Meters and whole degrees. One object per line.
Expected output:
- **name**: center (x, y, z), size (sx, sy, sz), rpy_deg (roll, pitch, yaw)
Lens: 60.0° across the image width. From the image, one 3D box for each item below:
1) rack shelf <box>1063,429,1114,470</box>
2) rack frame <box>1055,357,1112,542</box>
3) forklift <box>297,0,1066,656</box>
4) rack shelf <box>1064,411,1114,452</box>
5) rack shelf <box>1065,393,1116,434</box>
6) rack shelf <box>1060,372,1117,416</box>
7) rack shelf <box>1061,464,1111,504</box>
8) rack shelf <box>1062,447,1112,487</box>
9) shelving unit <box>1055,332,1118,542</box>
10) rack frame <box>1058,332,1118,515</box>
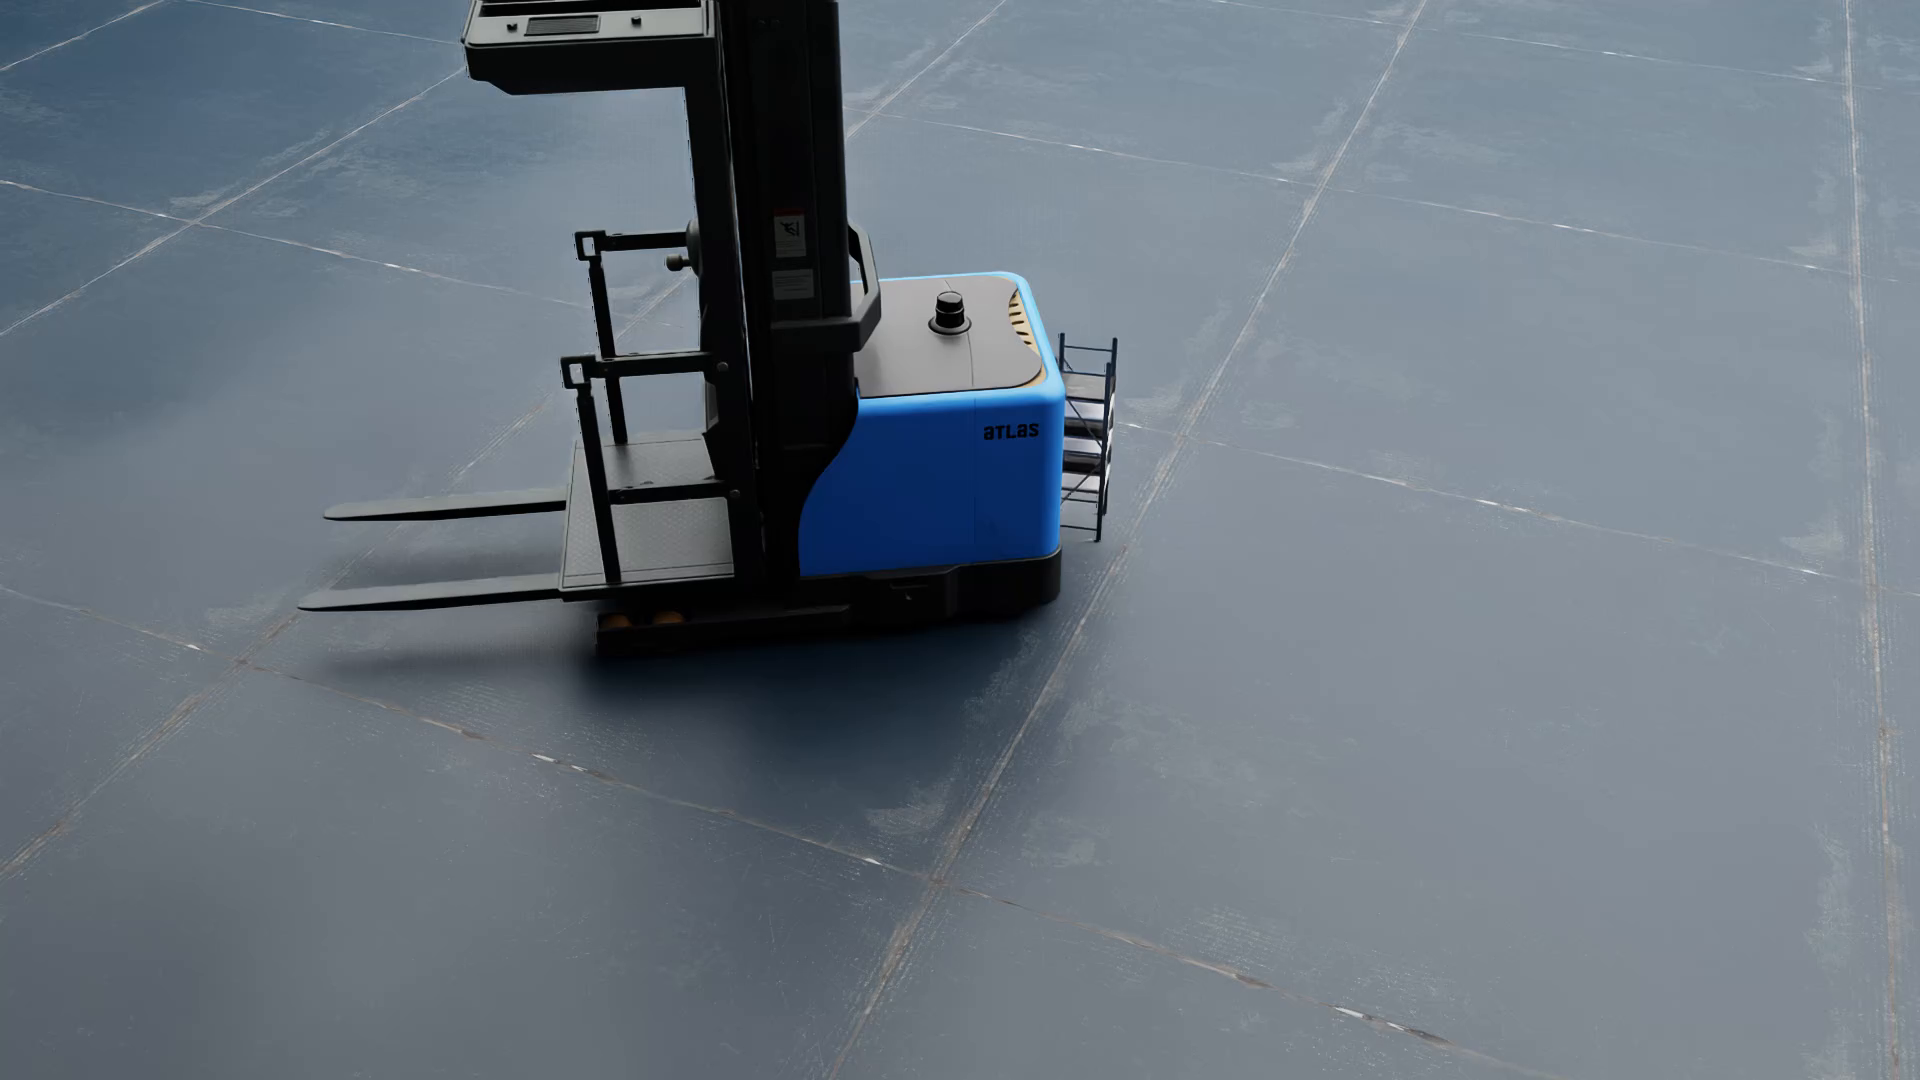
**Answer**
- **rack shelf**: center (0.513, -0.400, 7.089), size (0.258, 0.077, 0.200), rpy_deg (7, 37, 9)
- **rack frame**: center (0.494, -0.367, 6.989), size (0.240, 0.900, 0.006), rpy_deg (7, 37, 9)
- **forklift**: center (-1.145, -1.048, 6.204), size (3.031, 2.935, 1.130), rpy_deg (-5, 37, -6)
- **rack shelf**: center (0.513, -0.472, 7.035), size (0.258, 0.077, 0.200), rpy_deg (7, 37, 9)
- **rack shelf**: center (0.513, -0.544, 6.981), size (0.258, 0.077, 0.200), rpy_deg (7, 37, 9)
- **rack shelf**: center (0.513, -0.616, 6.927), size (0.258, 0.077, 0.200), rpy_deg (7, 37, 9)
- **rack shelf**: center (0.513, -0.256, 7.197), size (0.258, 0.077, 0.200), rpy_deg (7, 37, 9)
- **rack shelf**: center (0.513, -0.328, 7.143), size (0.258, 0.077, 0.200), rpy_deg (7, 37, 9)
- **shelving unit**: center (0.513, -0.426, 7.069), size (0.258, 0.900, 0.210), rpy_deg (7, 37, 9)
- **rack frame**: center (0.533, -0.486, 7.149), size (0.240, 0.900, 0.006), rpy_deg (7, 37, 9)
